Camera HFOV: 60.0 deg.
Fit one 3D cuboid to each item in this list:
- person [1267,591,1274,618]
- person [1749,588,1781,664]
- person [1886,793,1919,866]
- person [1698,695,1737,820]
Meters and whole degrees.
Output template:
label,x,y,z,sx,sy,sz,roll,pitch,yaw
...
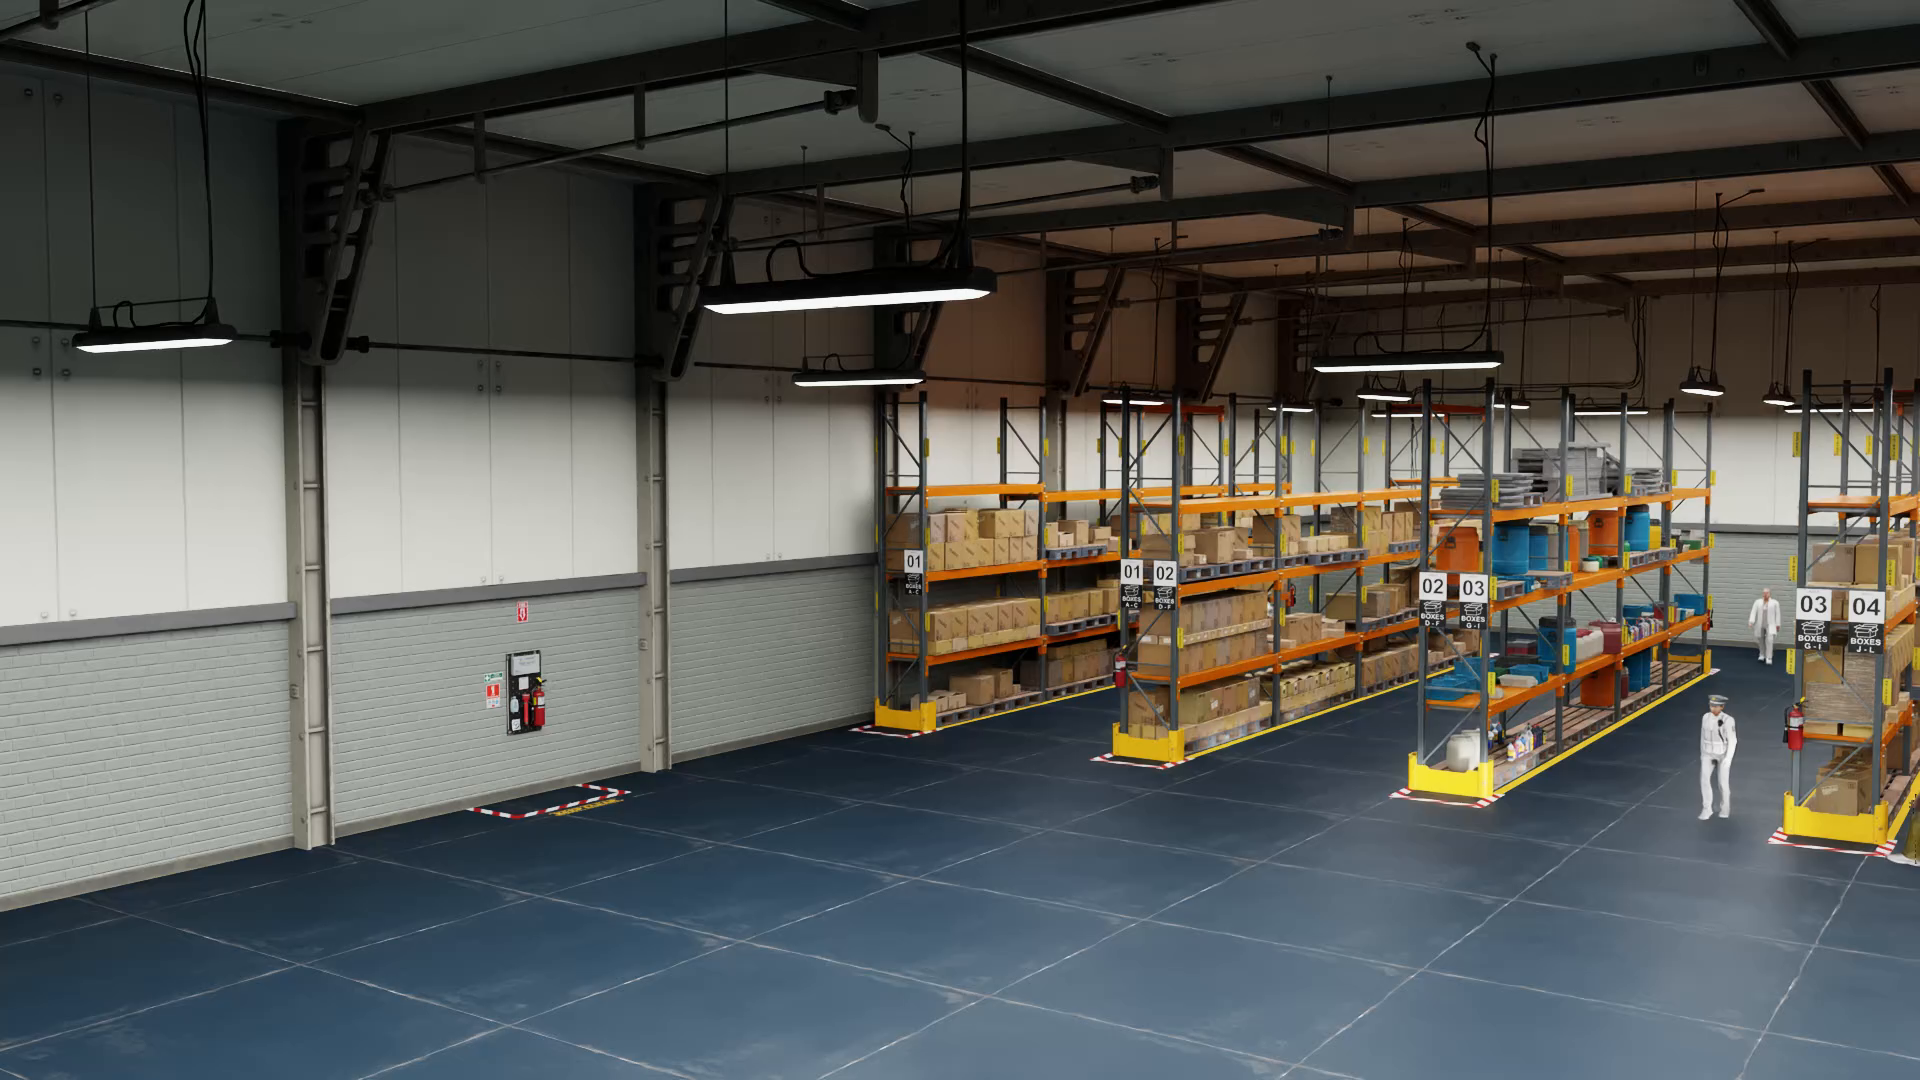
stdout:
label,x,y,z,sx,sy,sz,roll,pitch,yaw
person,7.040,2.031,38.447,0.454,1.685,0.524,-1,3,-10
person,18.610,1.976,38.463,0.652,1.715,1.129,2,4,30
person,11.664,3.027,19.771,1.099,1.738,0.613,2,4,27
person,10.224,2.942,22.447,0.502,1.718,0.531,-2,4,-38
